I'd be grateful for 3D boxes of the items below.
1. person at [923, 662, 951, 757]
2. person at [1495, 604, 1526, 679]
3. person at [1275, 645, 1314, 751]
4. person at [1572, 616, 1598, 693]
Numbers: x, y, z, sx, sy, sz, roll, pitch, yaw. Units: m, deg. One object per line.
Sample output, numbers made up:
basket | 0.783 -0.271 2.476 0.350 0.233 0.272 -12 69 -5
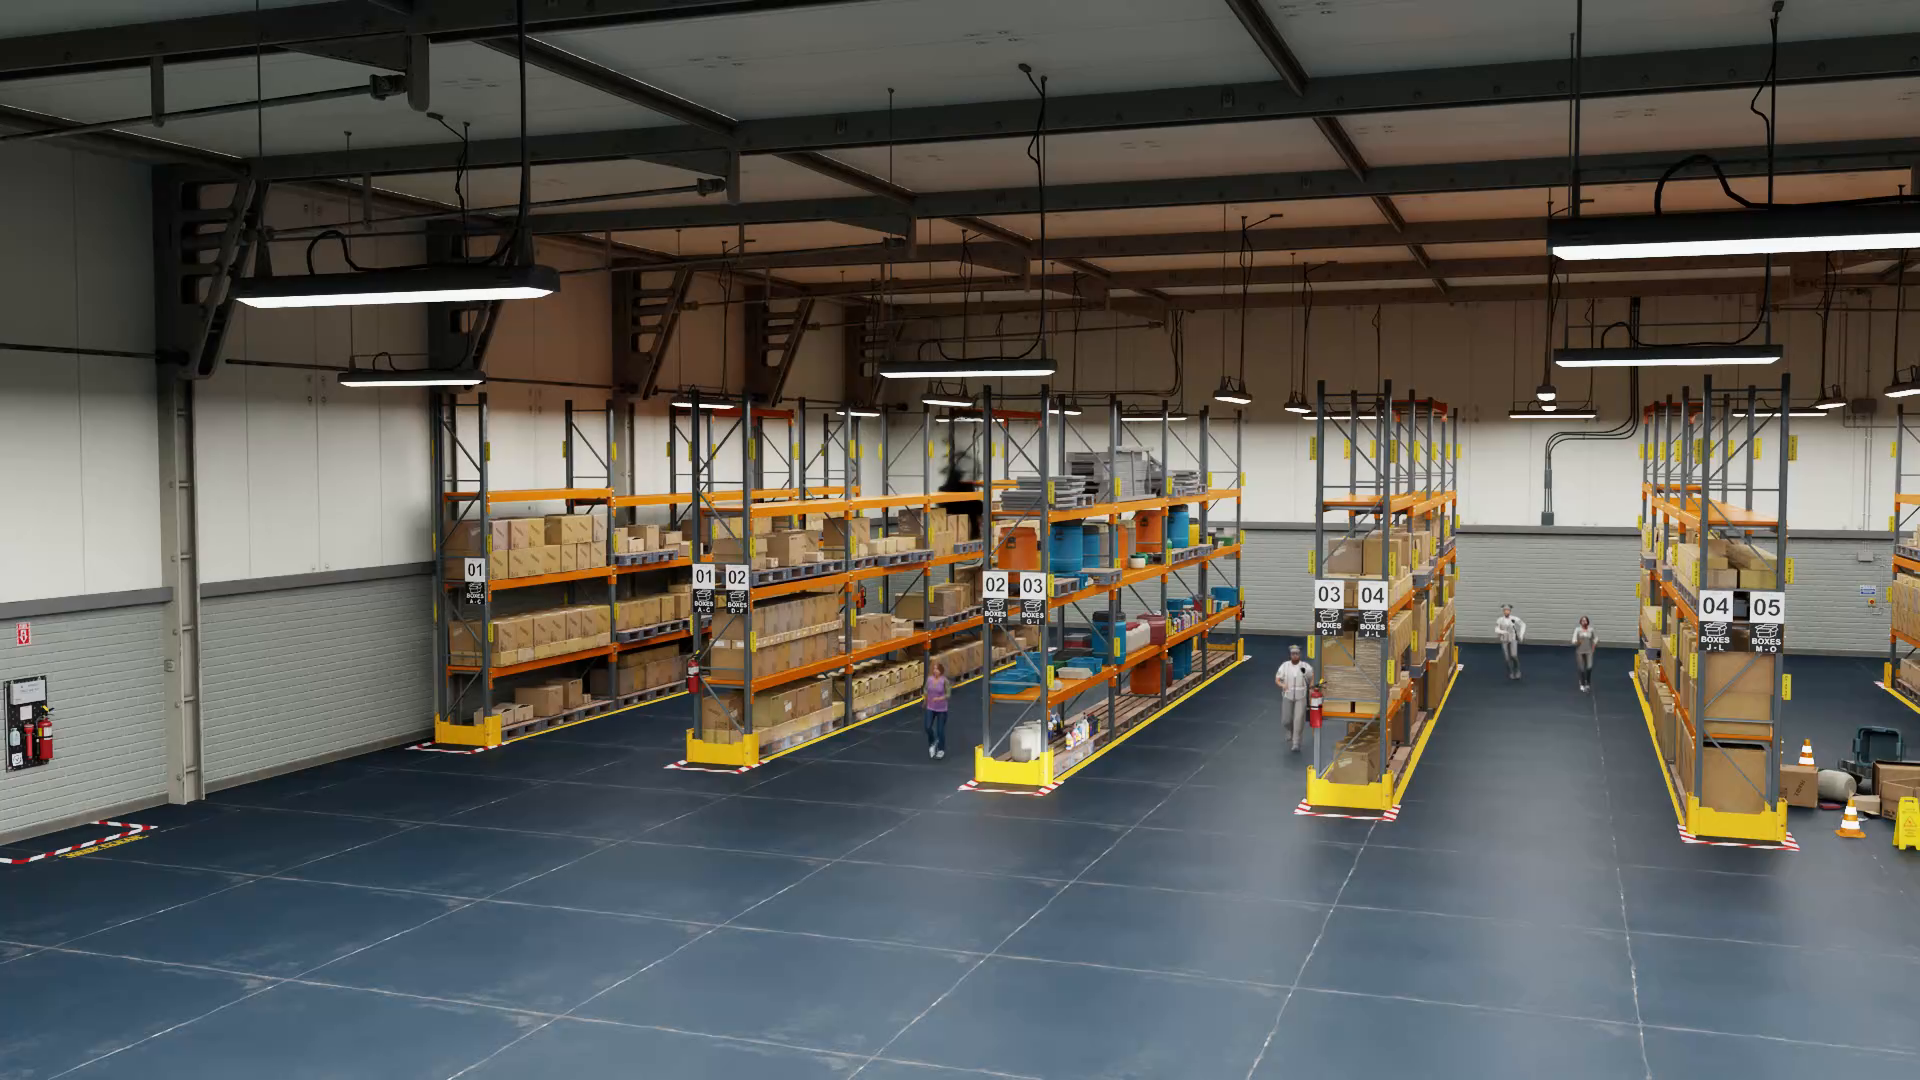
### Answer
person | -0.396 2.765 26.972 0.513 1.565 0.621 1 3 15
person | 12.049 2.221 36.492 0.601 1.650 0.600 2 3 28
person | 5.657 2.633 28.035 0.674 1.746 0.817 1 3 15
person | 12.954 2.372 34.463 0.516 1.594 0.614 1 3 18
